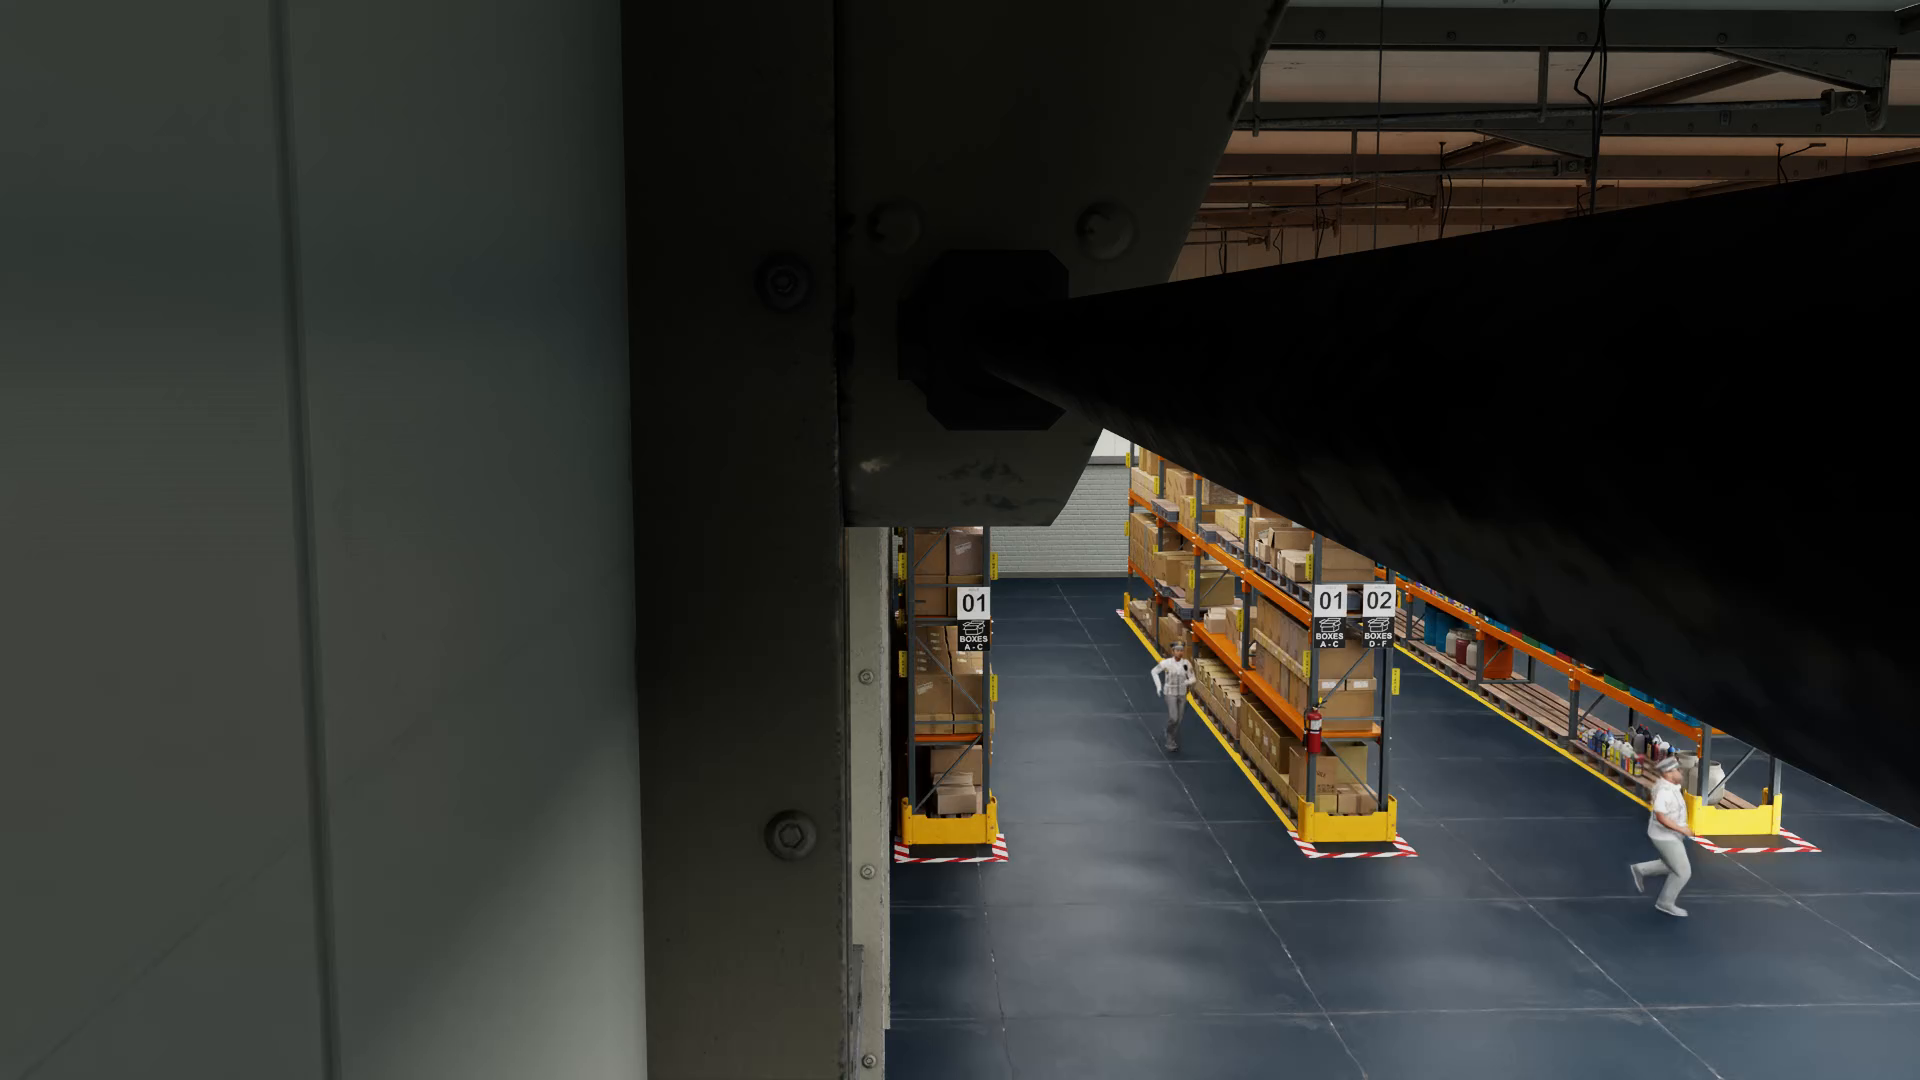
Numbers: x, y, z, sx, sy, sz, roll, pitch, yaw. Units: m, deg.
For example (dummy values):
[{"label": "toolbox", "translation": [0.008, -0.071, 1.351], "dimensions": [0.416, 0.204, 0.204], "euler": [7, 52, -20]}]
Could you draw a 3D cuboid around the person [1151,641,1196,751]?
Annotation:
[{"label": "person", "translation": [3.221, 2.322, 24.780], "dimensions": [0.598, 1.669, 0.611], "euler": [-2, 8, -13]}]

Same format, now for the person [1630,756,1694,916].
[{"label": "person", "translation": [7.622, 3.189, 18.014], "dimensions": [0.576, 1.752, 0.699], "euler": [2, 8, 18]}]
